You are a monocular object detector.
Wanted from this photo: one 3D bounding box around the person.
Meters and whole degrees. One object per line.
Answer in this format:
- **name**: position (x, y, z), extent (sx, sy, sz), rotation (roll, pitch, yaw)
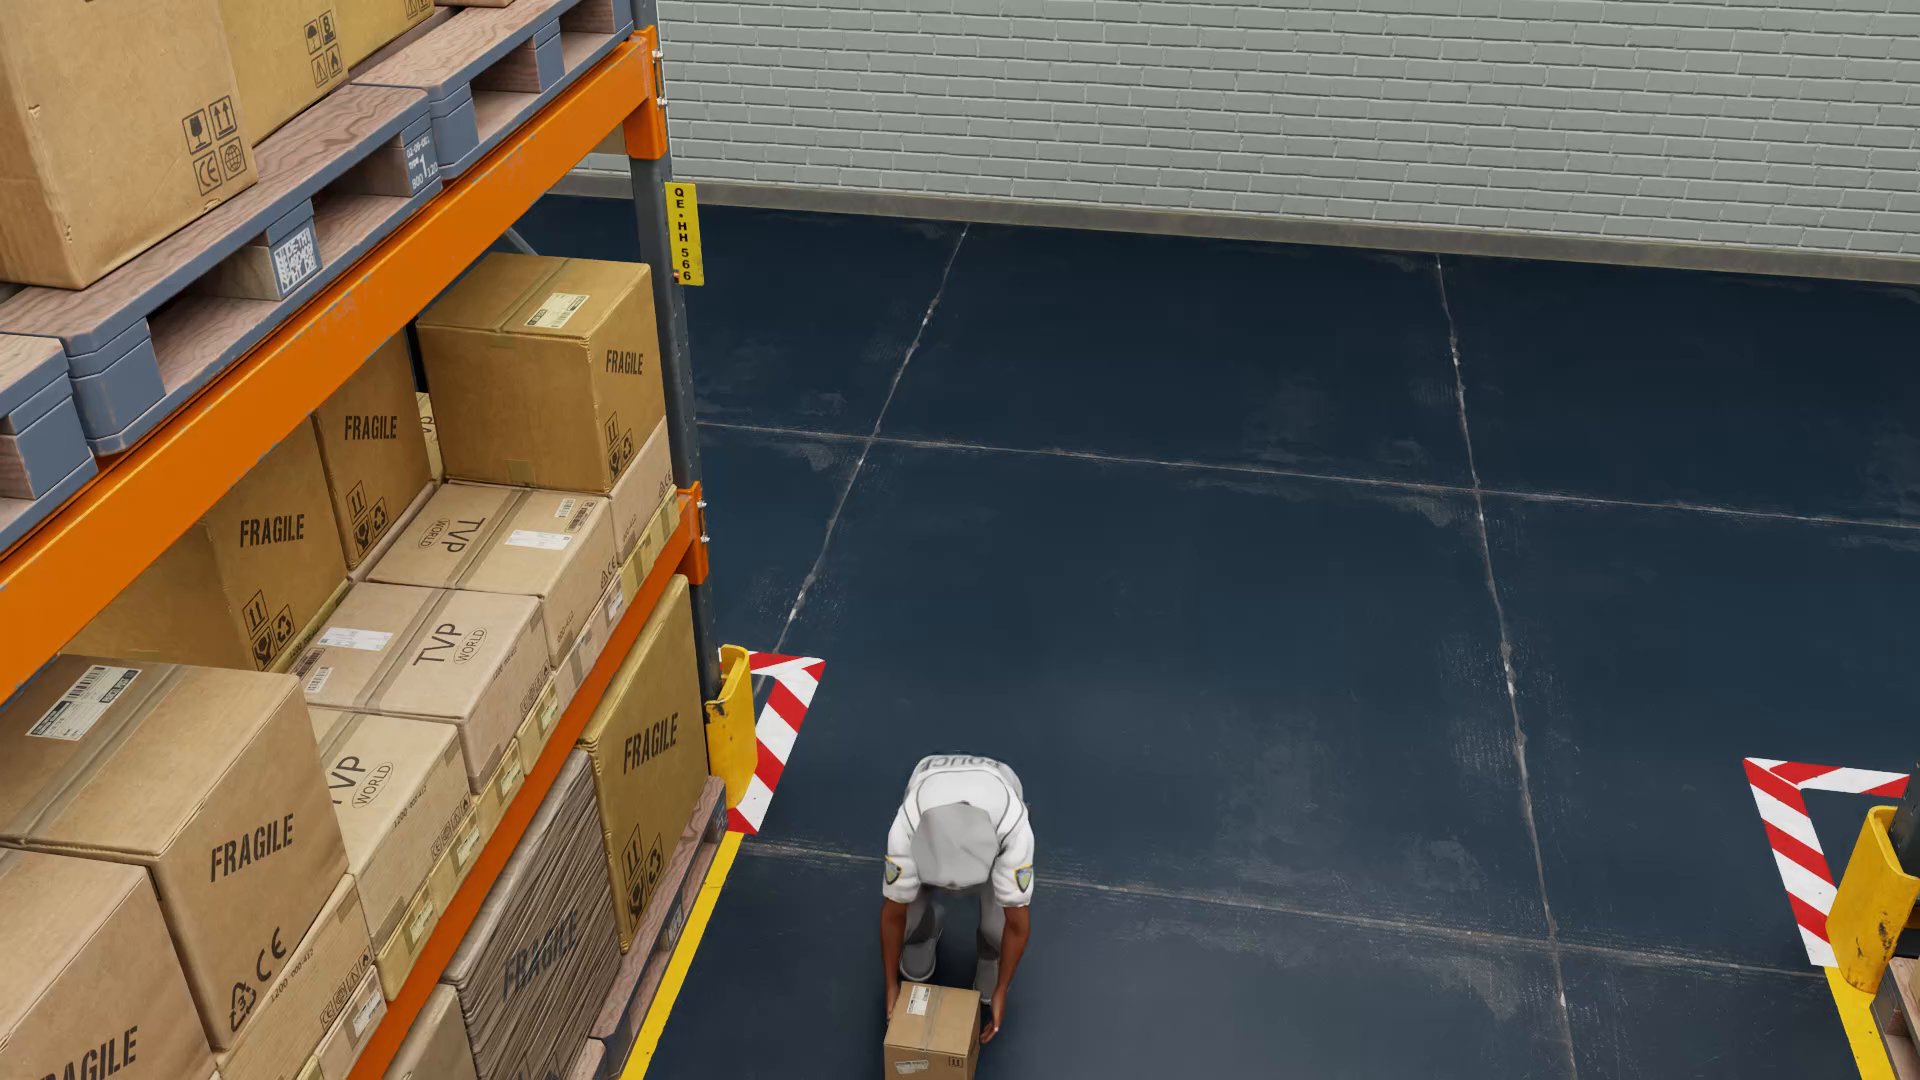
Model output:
- **person**: position (0.002, 1.052, 5.156), extent (0.484, 0.954, 0.854), rotation (5, 33, 8)
